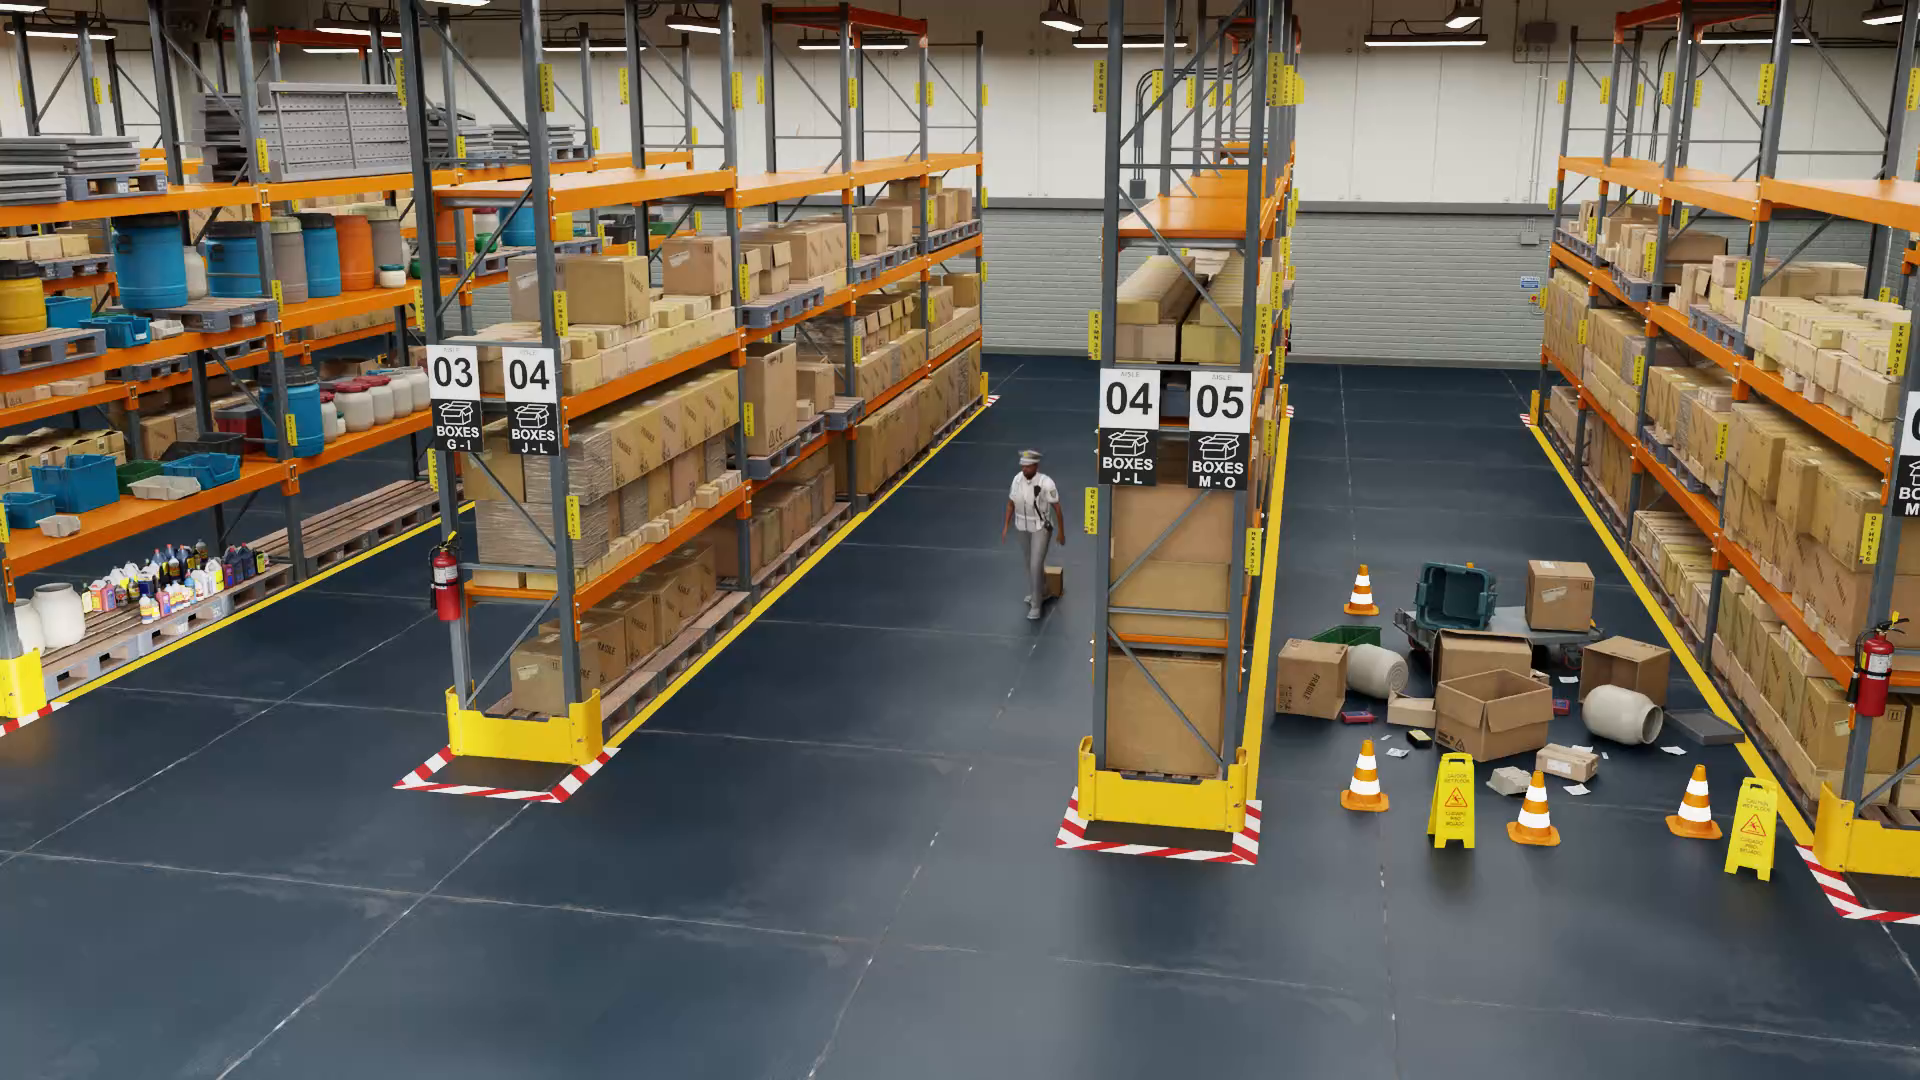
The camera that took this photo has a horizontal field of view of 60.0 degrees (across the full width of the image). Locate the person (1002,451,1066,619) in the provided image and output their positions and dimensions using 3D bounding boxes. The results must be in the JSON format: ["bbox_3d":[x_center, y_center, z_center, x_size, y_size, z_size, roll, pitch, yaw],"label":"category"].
[{"bbox_3d":[0.755,-0.104,16.384,0.570,1.645,0.694,11,18,35],"label":"person"}]
